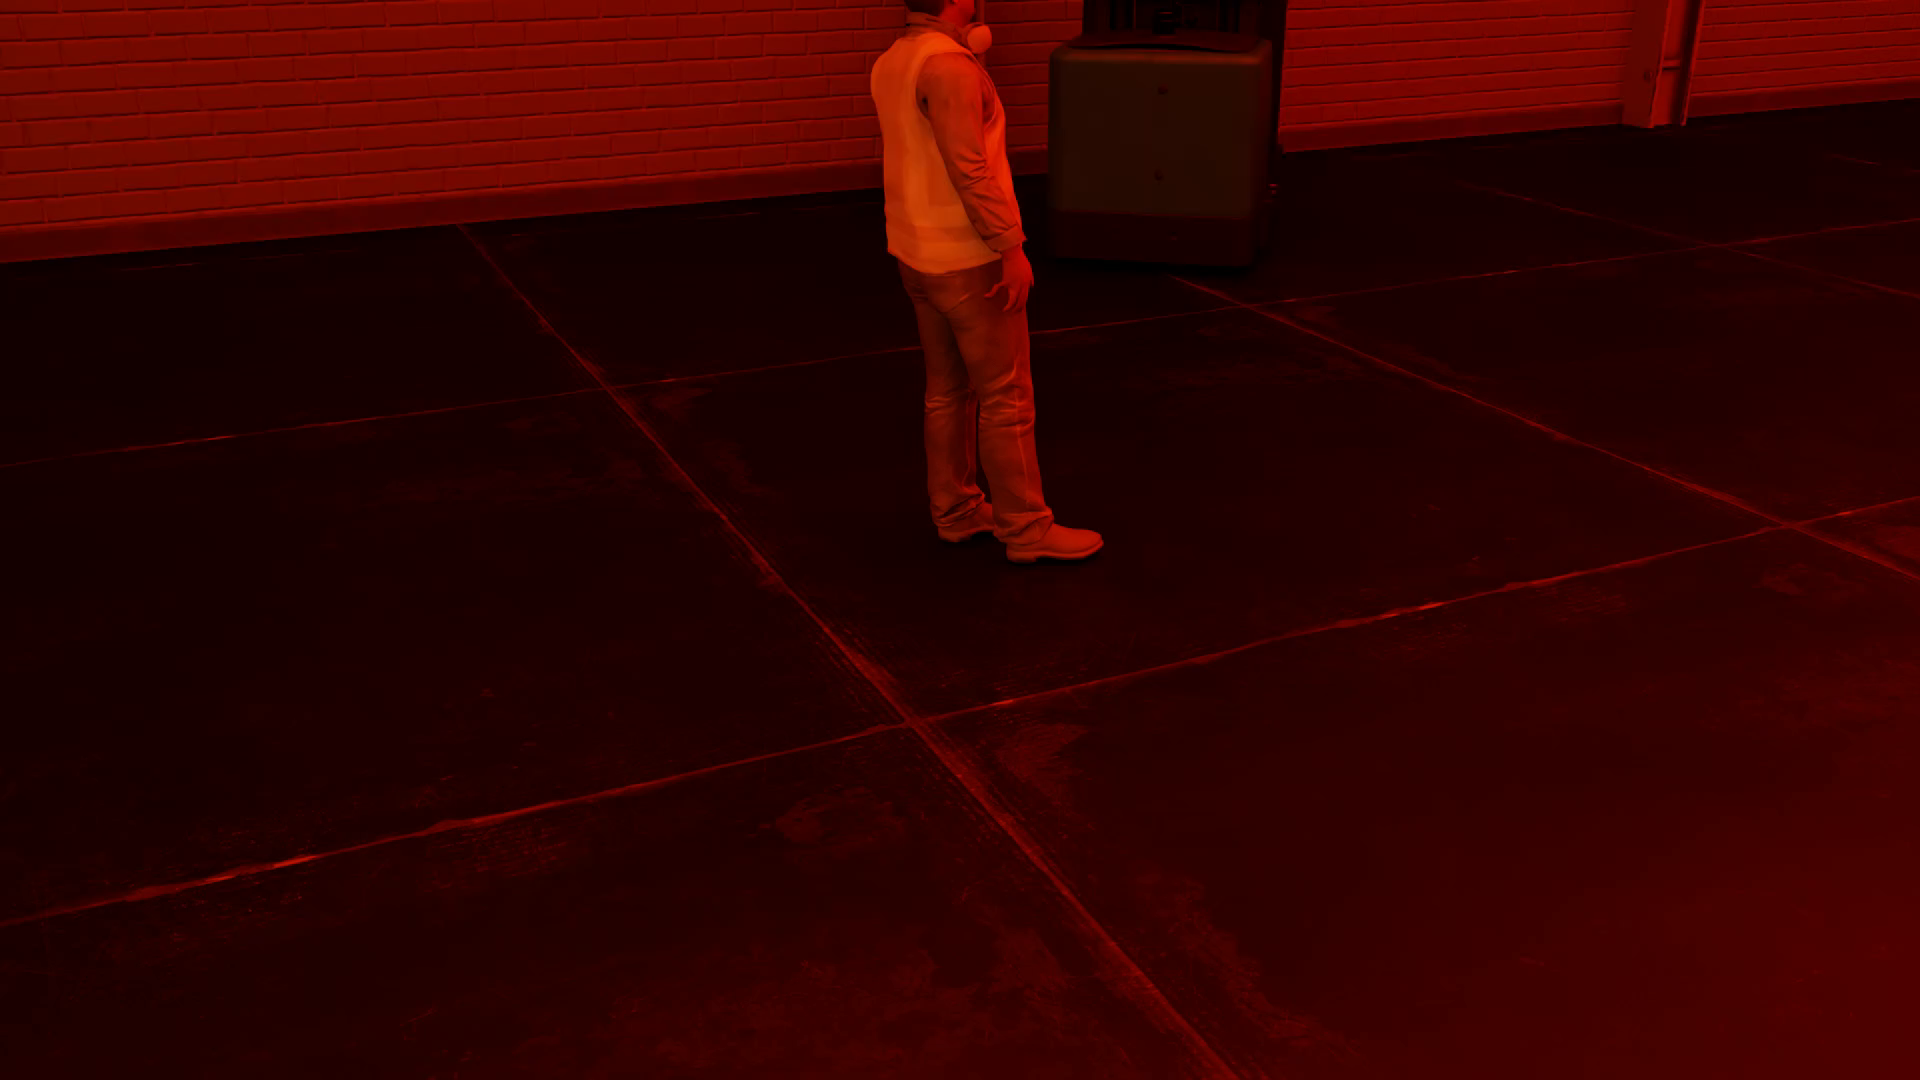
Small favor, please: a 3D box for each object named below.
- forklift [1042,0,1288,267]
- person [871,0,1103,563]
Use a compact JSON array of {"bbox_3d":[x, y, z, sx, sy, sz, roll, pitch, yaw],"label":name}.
[{"bbox_3d":[1.264,-3.225,9.049,1.130,2.935,3.031,5,23,13],"label":"forklift"},{"bbox_3d":[0.060,-0.831,4.783,0.566,1.770,0.633,-10,25,-23],"label":"person"}]
